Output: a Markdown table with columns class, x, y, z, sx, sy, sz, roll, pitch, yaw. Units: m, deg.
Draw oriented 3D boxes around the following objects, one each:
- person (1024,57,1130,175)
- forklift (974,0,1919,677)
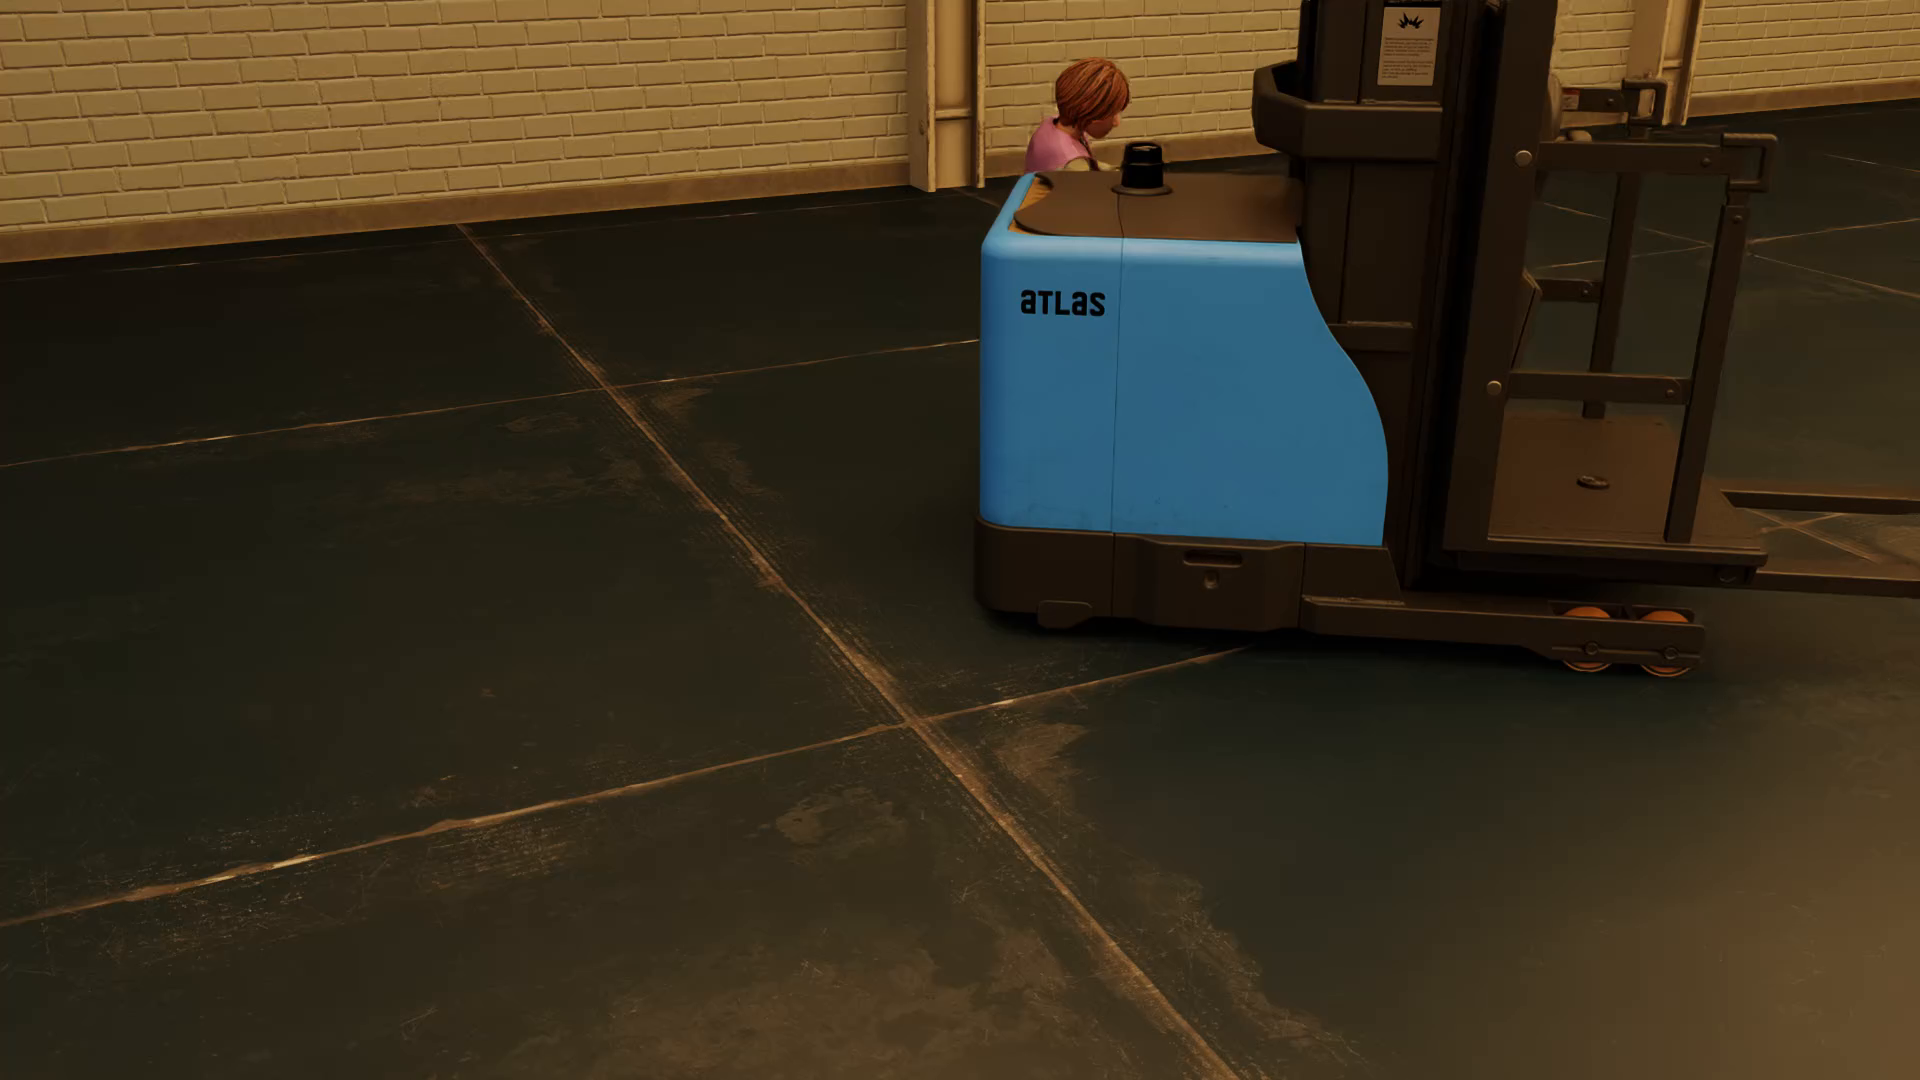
| class | x | y | z | sx | sy | sz | roll | pitch | yaw |
| --- | --- | --- | --- | --- | --- | --- | --- | --- | --- |
| person | 0.536 | -0.832 | 5.315 | 0.710 | 1.358 | 0.791 | 0 | 23 | 0 |
| forklift | 1.598 | -1.220 | 4.222 | 3.031 | 2.935 | 1.130 | 3 | 23 | 7 |
